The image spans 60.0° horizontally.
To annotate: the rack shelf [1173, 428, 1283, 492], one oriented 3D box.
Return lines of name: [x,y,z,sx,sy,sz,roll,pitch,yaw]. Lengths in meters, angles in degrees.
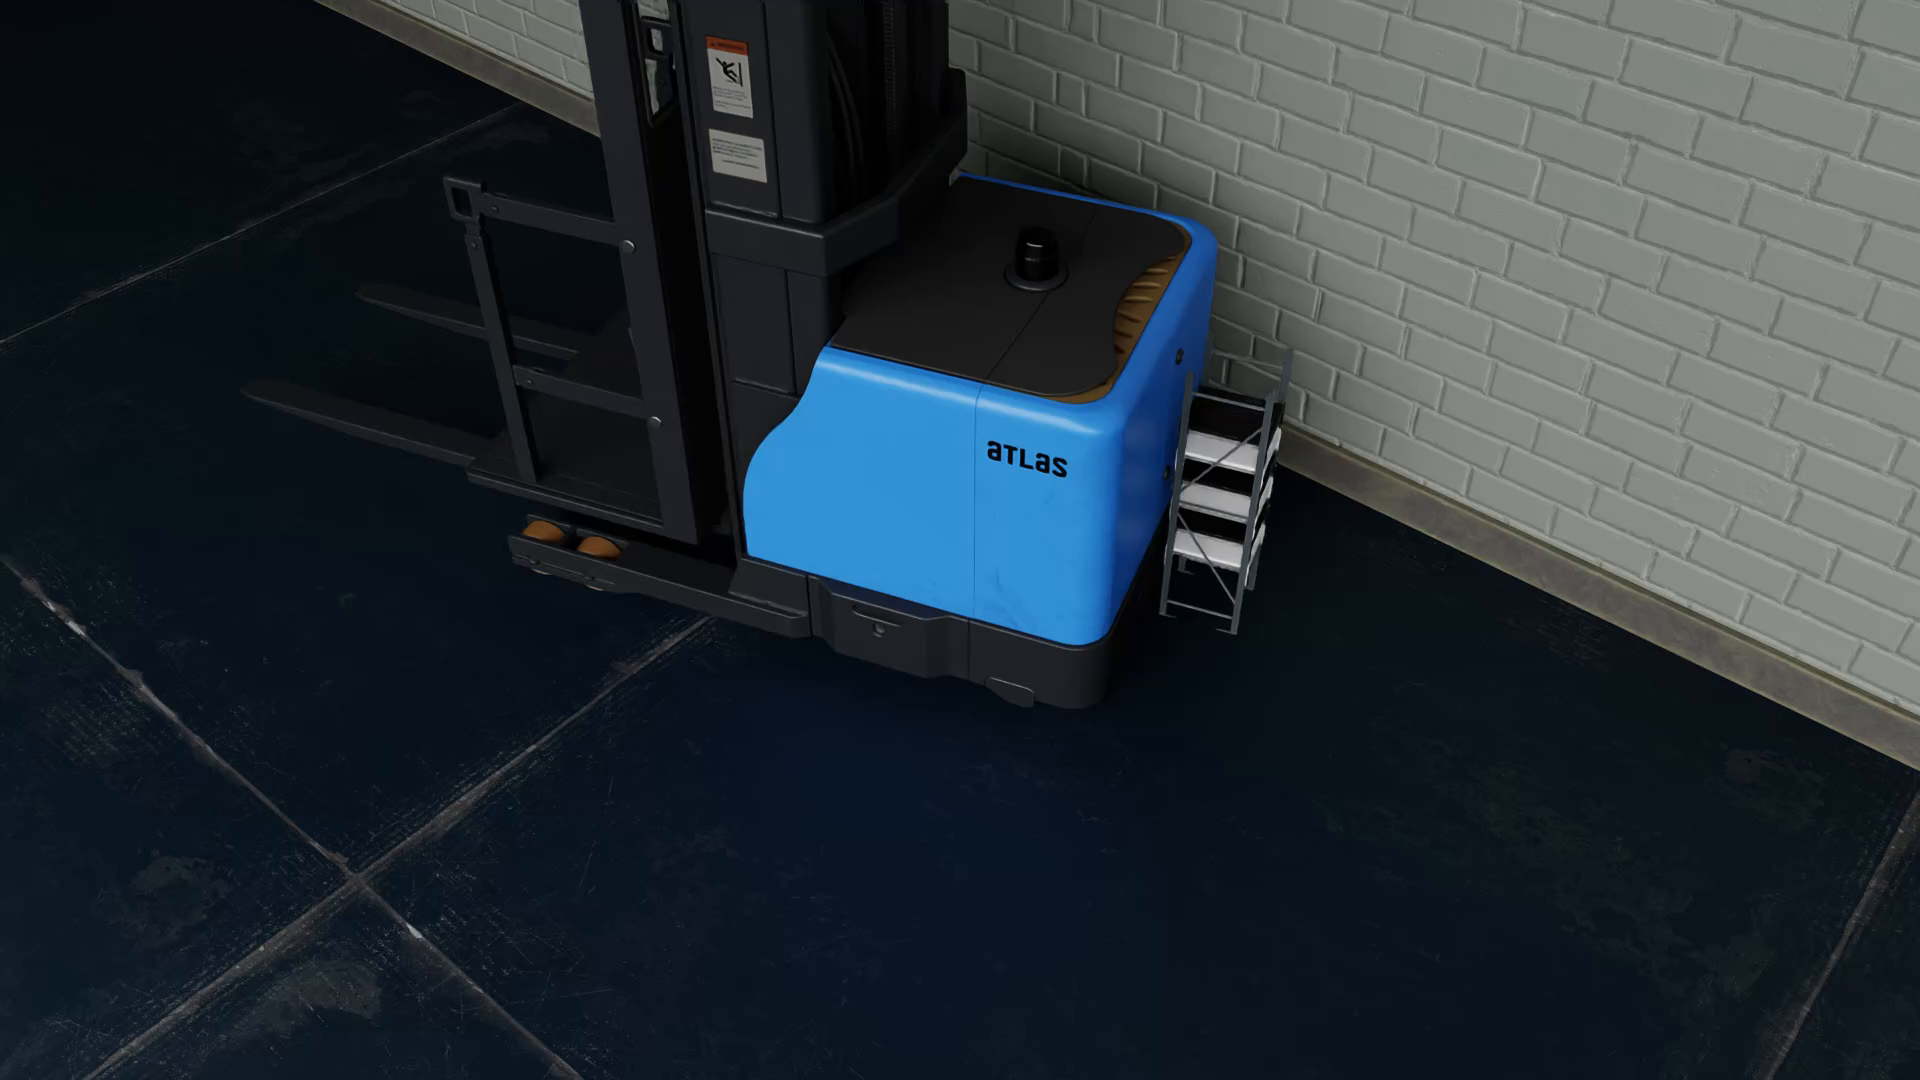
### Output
rack shelf: [0.749,-0.254,4.642,0.258,0.077,0.200,15,44,16]

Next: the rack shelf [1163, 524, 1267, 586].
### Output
rack shelf: [0.748,0.013,4.884,0.258,0.077,0.200,15,44,16]

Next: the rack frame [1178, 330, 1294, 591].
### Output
rack frame: [0.786,-0.209,4.810,0.240,0.900,0.006,15,44,16]

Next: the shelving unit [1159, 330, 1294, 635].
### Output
shelving unit: [0.749,-0.145,4.740,0.258,0.900,0.210,15,44,16]

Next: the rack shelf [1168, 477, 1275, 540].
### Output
rack shelf: [0.749,-0.121,4.763,0.258,0.077,0.200,15,44,16]

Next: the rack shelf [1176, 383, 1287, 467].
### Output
rack shelf: [0.749,-0.320,4.581,0.258,0.077,0.200,15,44,16]

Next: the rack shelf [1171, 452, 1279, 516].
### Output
rack shelf: [0.749,-0.187,4.702,0.258,0.077,0.200,15,44,16]

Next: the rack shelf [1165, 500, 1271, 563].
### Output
rack shelf: [0.748,-0.054,4.823,0.258,0.077,0.200,15,44,16]

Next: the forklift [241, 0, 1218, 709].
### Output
forklift: [-0.836,-1.244,4.439,3.031,2.935,1.130,15,44,16]

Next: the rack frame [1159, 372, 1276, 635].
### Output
rack frame: [0.711,-0.082,4.671,0.240,0.900,0.006,15,44,16]
